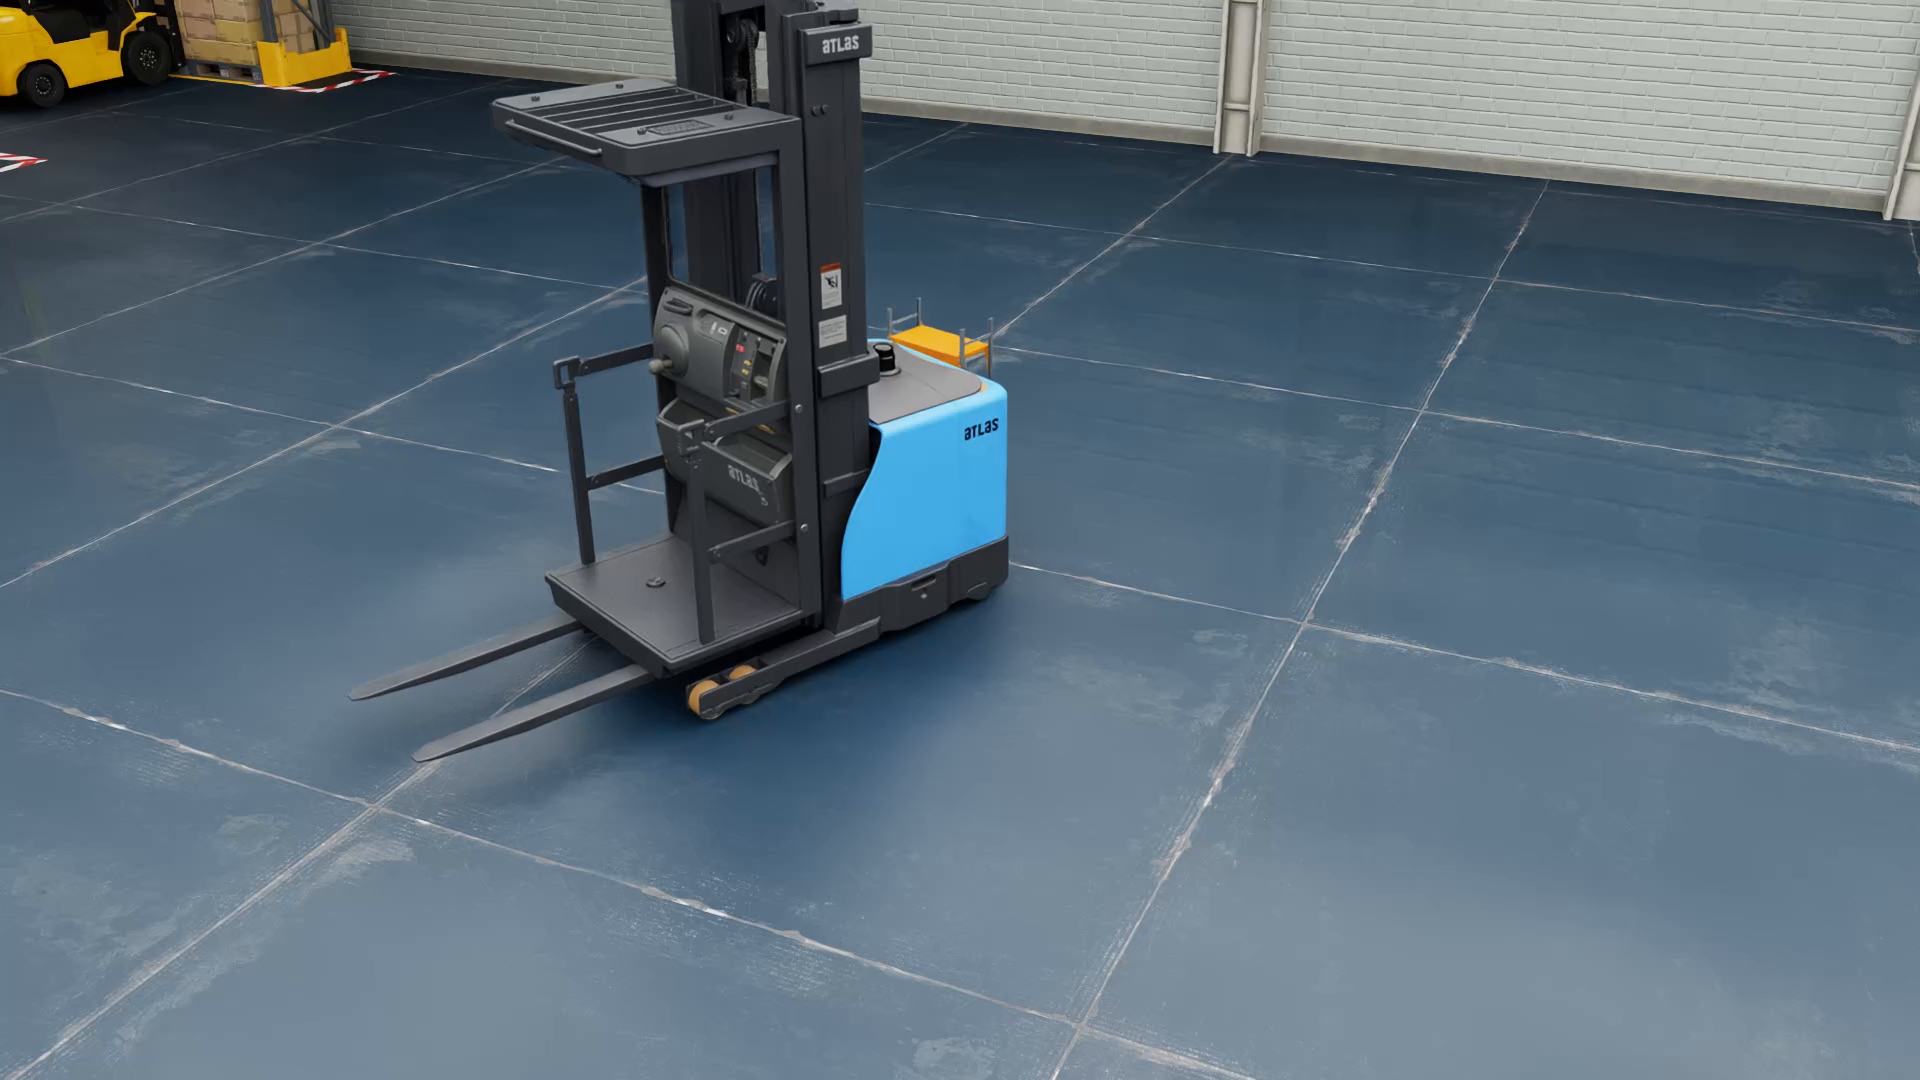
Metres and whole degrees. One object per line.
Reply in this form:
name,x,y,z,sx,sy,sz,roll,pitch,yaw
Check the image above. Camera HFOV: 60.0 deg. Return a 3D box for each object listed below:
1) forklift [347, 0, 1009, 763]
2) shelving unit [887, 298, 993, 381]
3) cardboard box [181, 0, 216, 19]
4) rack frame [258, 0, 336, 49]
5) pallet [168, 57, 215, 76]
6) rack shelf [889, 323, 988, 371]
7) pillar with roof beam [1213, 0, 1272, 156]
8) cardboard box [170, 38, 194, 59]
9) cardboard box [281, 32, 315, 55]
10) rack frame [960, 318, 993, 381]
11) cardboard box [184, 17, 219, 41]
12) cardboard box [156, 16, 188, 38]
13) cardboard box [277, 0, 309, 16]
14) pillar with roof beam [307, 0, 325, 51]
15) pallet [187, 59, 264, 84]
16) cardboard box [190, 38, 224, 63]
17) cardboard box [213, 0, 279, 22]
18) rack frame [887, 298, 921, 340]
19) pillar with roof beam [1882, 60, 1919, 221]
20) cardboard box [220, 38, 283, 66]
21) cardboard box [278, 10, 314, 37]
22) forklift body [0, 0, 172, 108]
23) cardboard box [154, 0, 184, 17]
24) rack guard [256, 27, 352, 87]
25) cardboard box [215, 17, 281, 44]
forklift,-1.201,-0.801,7.058,3.031,2.935,1.130,-21,33,-36
shelving unit,-0.101,-0.599,8.607,0.503,1.200,0.258,21,33,36
cardboard box,-8.911,-6.397,19.853,0.500,0.250,0.500,12,29,23
rack frame,-7.895,-6.944,19.458,0.127,3.000,1.000,11,28,22
pallet,-9.715,-6.040,20.778,1.213,0.211,1.003,11,28,22
rack shelf,-0.101,-0.951,8.434,0.480,0.148,0.258,21,33,36
pillar with roof beam,0.986,-6.200,11.155,0.400,9.000,9.100,11,28,22
cardboard box,-9.354,-6.047,20.275,0.500,0.250,0.500,12,29,22
cardboard box,-8.261,-6.067,20.315,0.500,0.250,0.500,11,28,22
rack frame,0.083,-0.528,8.463,0.015,1.200,0.240,21,33,36
cardboard box,-8.920,-6.182,19.983,0.500,0.250,0.500,11,28,21
cardboard box,-9.398,-6.268,20.157,0.500,0.250,0.500,11,28,21
cardboard box,-8.254,-6.511,20.085,0.500,0.250,0.500,11,28,21
pillar with roof beam,-9.938,-8.394,15.612,0.400,9.000,9.100,11,28,22
pallet,-8.609,-5.816,20.324,1.213,0.211,1.003,11,28,22
cardboard box,-8.902,-5.952,20.082,0.500,0.250,0.500,11,28,22
cardboard box,-8.443,-6.306,19.668,0.500,0.250,0.500,12,29,24
rack frame,-0.285,-0.669,8.751,0.015,1.200,0.240,21,33,36
pillar with roof beam,6.448,-5.103,8.927,0.400,9.000,9.100,11,28,22
cardboard box,-8.454,-5.858,19.889,0.500,0.250,0.500,12,28,22
cardboard box,-8.237,-6.293,20.206,0.500,0.250,0.500,12,29,23
forklift body,-10.377,-6.176,18.860,1.214,2.155,2.313,11,28,22
cardboard box,-9.374,-6.485,20.032,0.500,0.250,0.500,12,29,22
rack guard,-7.873,-5.818,20.001,0.348,0.500,1.175,11,28,22
cardboard box,-8.468,-6.086,19.788,0.500,0.250,0.500,11,28,21
